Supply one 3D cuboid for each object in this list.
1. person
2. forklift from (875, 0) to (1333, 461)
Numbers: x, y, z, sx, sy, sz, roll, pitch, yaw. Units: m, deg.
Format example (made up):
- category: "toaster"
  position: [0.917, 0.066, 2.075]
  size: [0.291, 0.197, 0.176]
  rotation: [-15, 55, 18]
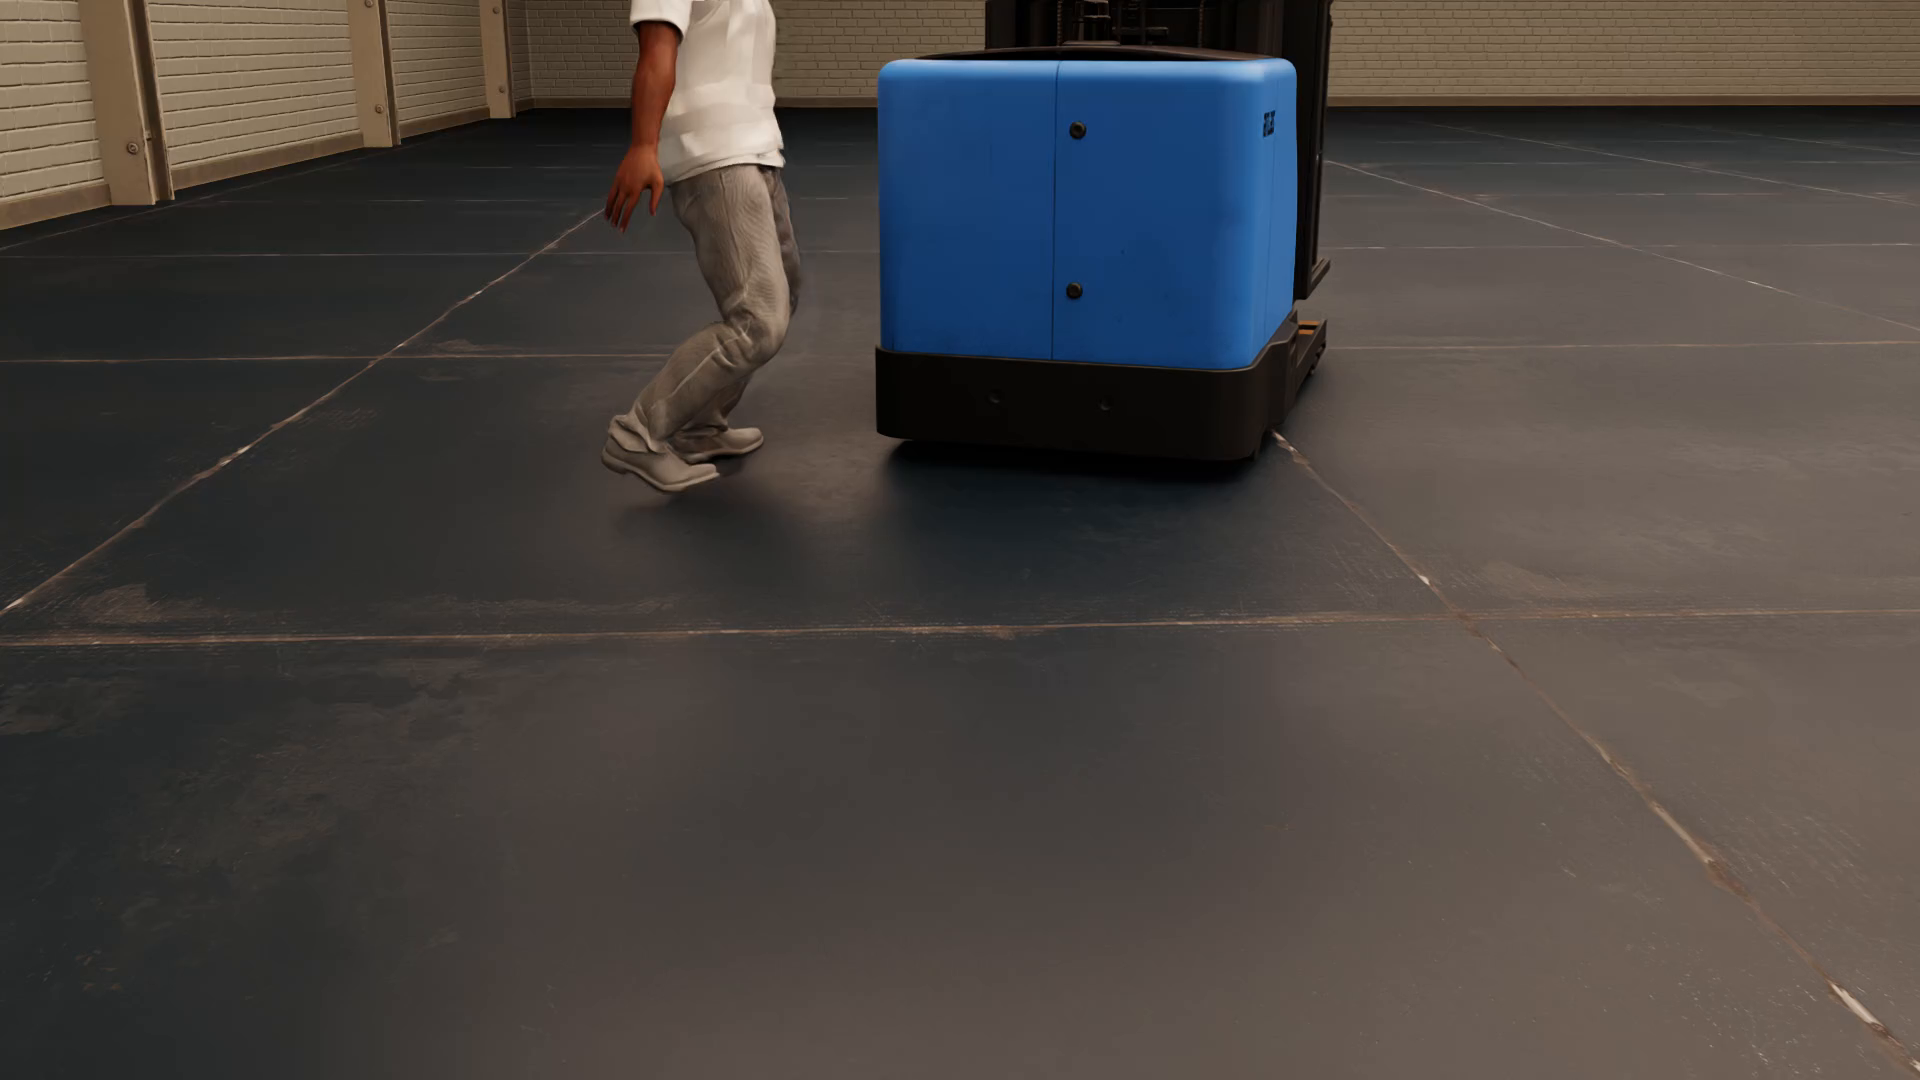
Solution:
- category: "person"
  position: [-0.660, -0.954, 4.170]
  size: [0.492, 1.683, 0.934]
  rotation: [1, 17, 4]
- category: "forklift"
  position: [0.688, -1.999, 5.441]
  size: [1.130, 2.935, 3.031]
  rotation: [5, 18, 16]
